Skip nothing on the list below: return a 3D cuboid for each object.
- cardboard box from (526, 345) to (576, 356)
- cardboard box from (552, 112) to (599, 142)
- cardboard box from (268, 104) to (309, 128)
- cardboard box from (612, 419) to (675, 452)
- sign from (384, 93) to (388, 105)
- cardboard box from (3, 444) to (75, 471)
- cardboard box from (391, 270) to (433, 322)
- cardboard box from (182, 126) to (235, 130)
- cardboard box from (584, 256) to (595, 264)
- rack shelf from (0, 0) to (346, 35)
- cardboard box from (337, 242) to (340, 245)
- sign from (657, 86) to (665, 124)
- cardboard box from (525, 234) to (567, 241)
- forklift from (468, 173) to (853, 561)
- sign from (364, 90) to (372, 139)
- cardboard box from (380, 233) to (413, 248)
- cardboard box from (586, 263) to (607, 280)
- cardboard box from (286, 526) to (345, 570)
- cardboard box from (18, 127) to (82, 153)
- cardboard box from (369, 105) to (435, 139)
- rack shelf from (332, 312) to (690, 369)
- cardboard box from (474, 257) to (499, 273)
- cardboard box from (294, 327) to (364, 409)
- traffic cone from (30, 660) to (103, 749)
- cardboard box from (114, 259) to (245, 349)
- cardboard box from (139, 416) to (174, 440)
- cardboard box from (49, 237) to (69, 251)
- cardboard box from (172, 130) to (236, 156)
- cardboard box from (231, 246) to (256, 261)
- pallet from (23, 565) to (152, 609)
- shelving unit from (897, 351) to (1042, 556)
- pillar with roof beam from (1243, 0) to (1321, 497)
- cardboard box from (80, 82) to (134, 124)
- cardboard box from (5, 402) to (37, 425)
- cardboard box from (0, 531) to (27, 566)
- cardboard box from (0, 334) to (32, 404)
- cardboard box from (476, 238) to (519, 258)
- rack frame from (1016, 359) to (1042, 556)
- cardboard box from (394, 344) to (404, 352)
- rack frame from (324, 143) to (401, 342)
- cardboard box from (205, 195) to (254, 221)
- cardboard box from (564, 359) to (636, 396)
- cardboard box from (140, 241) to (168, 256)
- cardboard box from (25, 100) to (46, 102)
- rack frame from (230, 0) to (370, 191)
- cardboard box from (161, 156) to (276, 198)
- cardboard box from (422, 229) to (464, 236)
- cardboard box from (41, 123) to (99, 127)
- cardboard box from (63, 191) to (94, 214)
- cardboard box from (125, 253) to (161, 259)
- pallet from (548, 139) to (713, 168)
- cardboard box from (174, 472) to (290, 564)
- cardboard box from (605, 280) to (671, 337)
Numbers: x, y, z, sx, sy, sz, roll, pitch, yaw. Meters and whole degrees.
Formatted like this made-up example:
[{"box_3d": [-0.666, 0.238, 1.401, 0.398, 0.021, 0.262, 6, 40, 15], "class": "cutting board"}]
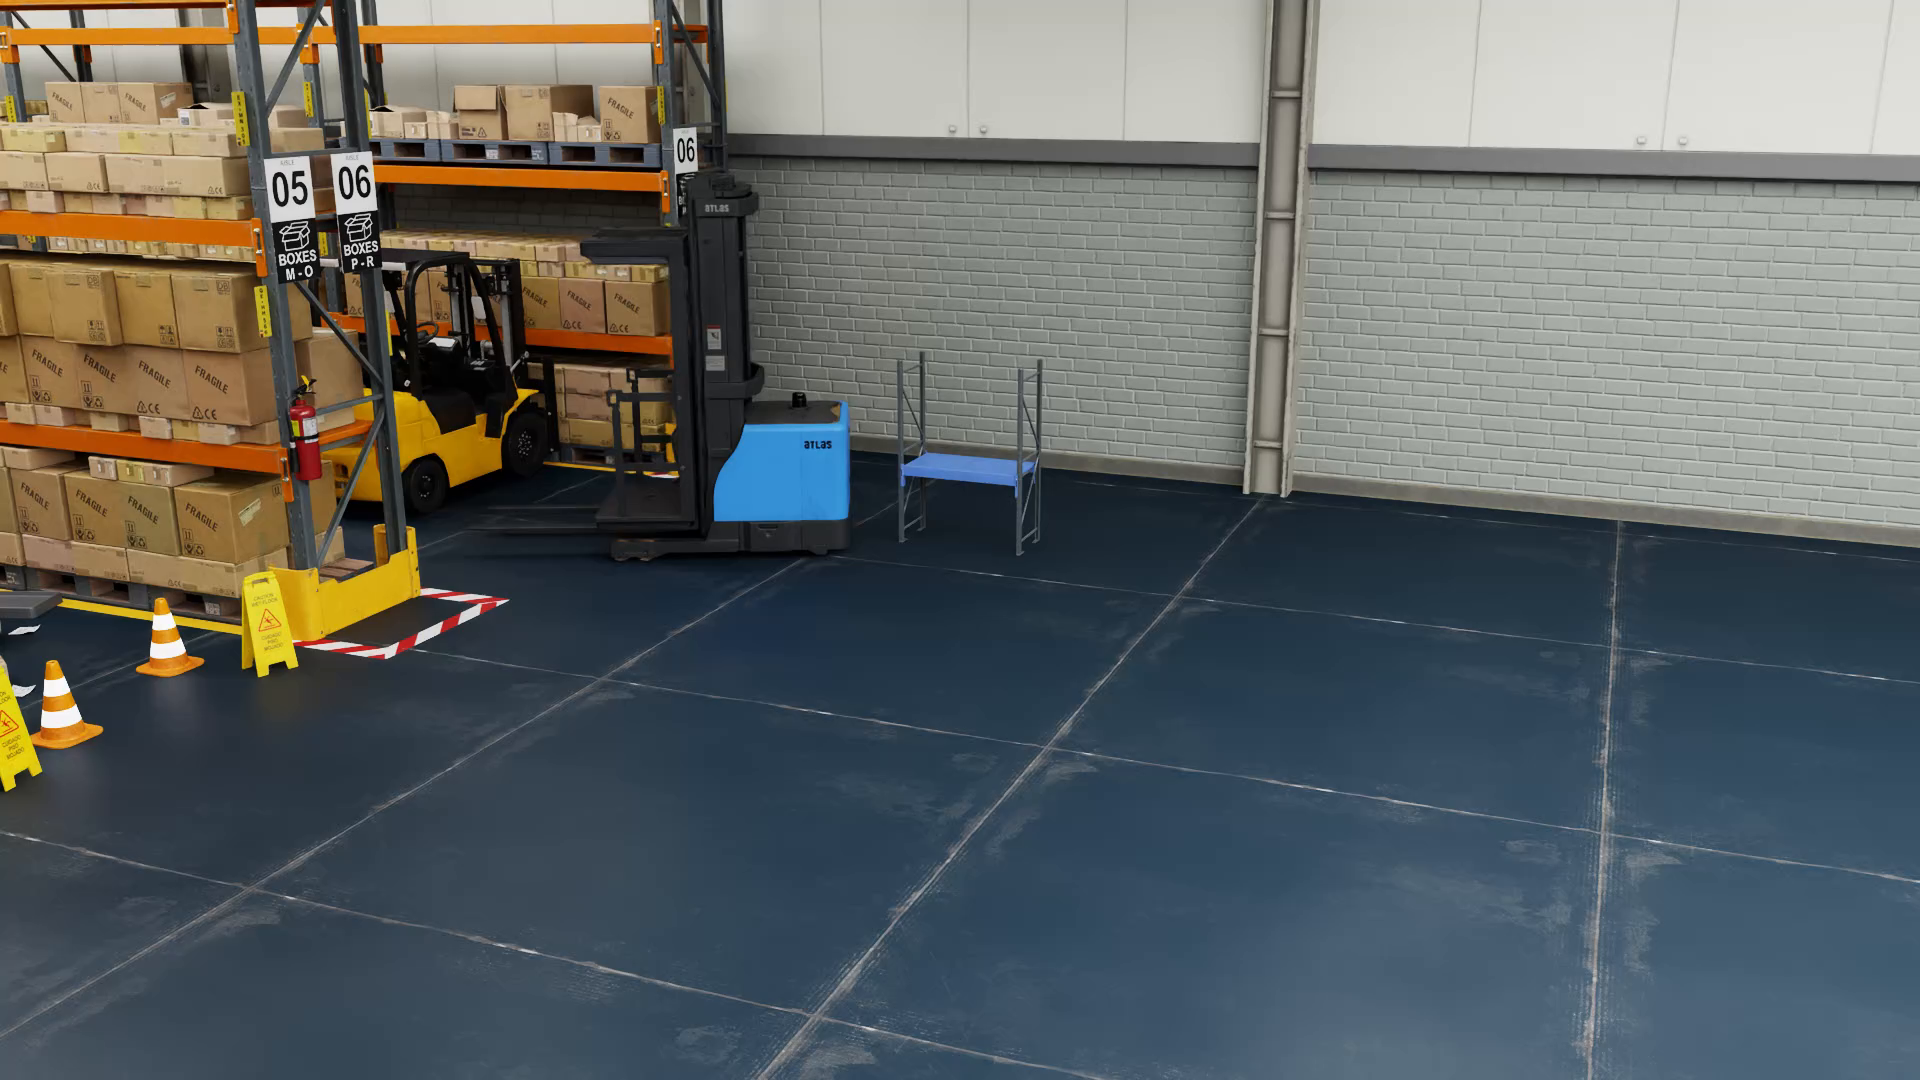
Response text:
[{"box_3d": [-4.231, -1.812, 16.920, 0.500, 0.250, 0.500, 6, 17, 20], "class": "cardboard box"}, {"box_3d": [-3.570, -3.852, 15.489, 0.258, 0.266, 0.396, 6, 17, 21], "class": "cardboard box"}, {"box_3d": [-6.935, -4.261, 16.820, 0.500, 0.311, 0.500, 6, 17, 19], "class": "cardboard box"}, {"box_3d": [-3.005, -1.041, 16.059, 0.500, 0.250, 0.500, 6, 17, 21], "class": "cardboard box"}, {"box_3d": [-5.971, -4.474, 17.256, 0.005, 0.325, 0.100, 6, 17, 21], "class": "sign"}, {"box_3d": [-6.716, -0.631, 12.136, 0.250, 0.149, 0.380, 7, 18, 24], "class": "cardboard box"}, {"box_3d": [-5.365, -2.489, 16.688, 0.500, 0.500, 0.500, 7, 17, 22], "class": "cardboard box"}, {"box_3d": [-5.182, -2.807, 11.601, 0.250, 0.149, 0.380, 6, 17, 20], "class": "cardboard box"}, {"box_3d": [-3.357, -2.715, 15.770, 0.250, 0.149, 0.380, 7, 17, 22], "class": "cardboard box"}, {"box_3d": [-6.130, -3.645, 11.384, 4.000, 0.370, 1.077, 6, 17, 21], "class": "rack shelf"}, {"box_3d": [-6.421, -3.054, 17.472, 0.250, 0.149, 0.380, 6, 17, 19], "class": "cardboard box"}, {"box_3d": [-2.664, -3.882, 14.841, 0.005, 0.325, 0.100, 6, 17, 21], "class": "sign"}, {"box_3d": [-4.114, -2.952, 16.585, 0.250, 0.149, 0.380, 6, 17, 21], "class": "cardboard box"}, {"box_3d": [-2.405, -1.393, 13.215, 3.031, 2.935, 1.130, -1, 16, -2], "class": "forklift"}, {"box_3d": [-4.071, -2.907, 11.360, 0.005, 0.325, 0.100, 6, 17, 21], "class": "sign"}, {"box_3d": [-5.702, -2.997, 16.742, 0.250, 0.149, 0.380, 7, 17, 21], "class": "cardboard box"}, {"box_3d": [-3.345, -2.577, 15.828, 0.250, 0.149, 0.380, 7, 17, 22], "class": "cardboard box"}, {"box_3d": [-4.919, 0.058, 12.271, 0.500, 0.250, 0.500, 6, 17, 20], "class": "cardboard box"}, {"box_3d": [-6.131, -2.715, 11.287, 0.250, 0.149, 0.380, 7, 18, 22], "class": "cardboard box"}, {"box_3d": [-5.488, -4.102, 16.271, 0.500, 0.311, 0.500, 7, 17, 22], "class": "cardboard box"}, {"box_3d": [-4.312, -2.053, 16.656, 4.000, 0.370, 1.077, 6, 17, 21], "class": "rack shelf"}, {"box_3d": [-4.542, -2.699, 16.246, 0.250, 0.149, 0.380, 6, 17, 19], "class": "cardboard box"}, {"box_3d": [-4.608, -1.218, 11.775, 0.500, 0.500, 0.500, 6, 17, 20], "class": "cardboard box"}, {"box_3d": [-5.234, 0.925, 9.657, 0.334, 0.463, 0.336, 6, 17, 21], "class": "traffic cone"}, {"box_3d": [-5.293, -1.627, 11.391, 0.500, 0.500, 0.700, 6, 17, 21], "class": "cardboard box"}, {"box_3d": [-5.454, -0.816, 11.554, 0.250, 0.149, 0.380, 7, 17, 22], "class": "cardboard box"}, {"box_3d": [-9.705, -3.263, 18.190, 0.250, 0.149, 0.380, 7, 18, 22], "class": "cardboard box"}, {"box_3d": [-4.918, -2.604, 10.902, 0.250, 0.149, 0.380, 7, 17, 22], "class": "cardboard box"}, {"box_3d": [-7.320, -2.993, 17.260, 0.250, 0.149, 0.380, 6, 17, 19], "class": "cardboard box"}, {"box_3d": [-6.214, 0.208, 12.580, 1.213, 0.211, 1.003, 6, 17, 21], "class": "pallet"}, {"box_3d": [0.079, -0.712, 13.434, 1.048, 1.500, 0.538, 6, 17, 21], "class": "shelving unit"}, {"box_3d": [1.233, -3.650, 10.105, 0.400, 9.000, 9.100, 6, 17, 21], "class": "pillar with roof beam"}, {"box_3d": [-8.803, -4.588, 17.604, 0.500, 0.500, 0.700, 6, 17, 20], "class": "cardboard box"}, {"box_3d": [-6.629, -0.946, 12.003, 0.250, 0.149, 0.380, 6, 17, 21], "class": "cardboard box"}, {"box_3d": [-7.040, -0.015, 12.522, 0.500, 0.250, 0.500, 7, 18, 24], "class": "cardboard box"}, {"box_3d": [-6.746, -1.289, 12.021, 0.500, 0.500, 0.500, 6, 17, 20], "class": "cardboard box"}, {"box_3d": [-4.519, -2.864, 16.282, 0.250, 0.149, 0.380, 6, 17, 21], "class": "cardboard box"}, {"box_3d": [0.552, -0.660, 13.255, 0.032, 1.500, 0.500, 6, 17, 21], "class": "rack frame"}, {"box_3d": [-5.838, -1.834, 16.995, 0.500, 0.250, 0.500, 6, 17, 20], "class": "cardboard box"}, {"box_3d": [-6.173, -2.603, 17.261, 0.127, 3.000, 1.000, 6, 17, 21], "class": "rack frame"}, {"box_3d": [-4.704, -2.190, 10.908, 0.250, 0.149, 0.380, 6, 17, 21], "class": "cardboard box"}, {"box_3d": [-3.472, -1.572, 16.095, 0.500, 0.250, 0.500, 7, 17, 22], "class": "cardboard box"}, {"box_3d": [-8.501, -3.134, 17.745, 0.250, 0.149, 0.380, 7, 17, 22], "class": "cardboard box"}, {"box_3d": [-10.360, -4.858, 18.668, 0.250, 0.149, 0.380, 6, 17, 21], "class": "cardboard box"}, {"box_3d": [-4.270, -3.787, 10.579, 0.127, 3.000, 1.000, 6, 17, 21], "class": "rack frame"}, {"box_3d": [-4.844, -2.400, 10.916, 0.500, 0.250, 0.500, 6, 17, 20], "class": "cardboard box"}, {"box_3d": [-5.296, -3.091, 17.065, 0.250, 0.149, 0.380, 6, 17, 20], "class": "cardboard box"}, {"box_3d": [-6.384, -2.927, 12.017, 0.250, 0.149, 0.380, 6, 17, 21], "class": "cardboard box"}, {"box_3d": [-5.885, -2.328, 11.384, 0.250, 0.149, 0.380, 6, 17, 19], "class": "cardboard box"}, {"box_3d": [-8.625, -2.962, 17.869, 0.500, 0.250, 0.500, 6, 17, 19], "class": "cardboard box"}, {"box_3d": [-3.100, -3.671, 15.717, 1.213, 0.211, 1.003, 6, 17, 21], "class": "pallet"}, {"box_3d": [-5.111, -0.162, 11.685, 0.500, 0.500, 0.500, 6, 17, 21], "class": "cardboard box"}, {"box_3d": [-3.006, -2.224, 15.776, 0.500, 0.500, 0.500, 6, 17, 19], "class": "cardboard box"}]
